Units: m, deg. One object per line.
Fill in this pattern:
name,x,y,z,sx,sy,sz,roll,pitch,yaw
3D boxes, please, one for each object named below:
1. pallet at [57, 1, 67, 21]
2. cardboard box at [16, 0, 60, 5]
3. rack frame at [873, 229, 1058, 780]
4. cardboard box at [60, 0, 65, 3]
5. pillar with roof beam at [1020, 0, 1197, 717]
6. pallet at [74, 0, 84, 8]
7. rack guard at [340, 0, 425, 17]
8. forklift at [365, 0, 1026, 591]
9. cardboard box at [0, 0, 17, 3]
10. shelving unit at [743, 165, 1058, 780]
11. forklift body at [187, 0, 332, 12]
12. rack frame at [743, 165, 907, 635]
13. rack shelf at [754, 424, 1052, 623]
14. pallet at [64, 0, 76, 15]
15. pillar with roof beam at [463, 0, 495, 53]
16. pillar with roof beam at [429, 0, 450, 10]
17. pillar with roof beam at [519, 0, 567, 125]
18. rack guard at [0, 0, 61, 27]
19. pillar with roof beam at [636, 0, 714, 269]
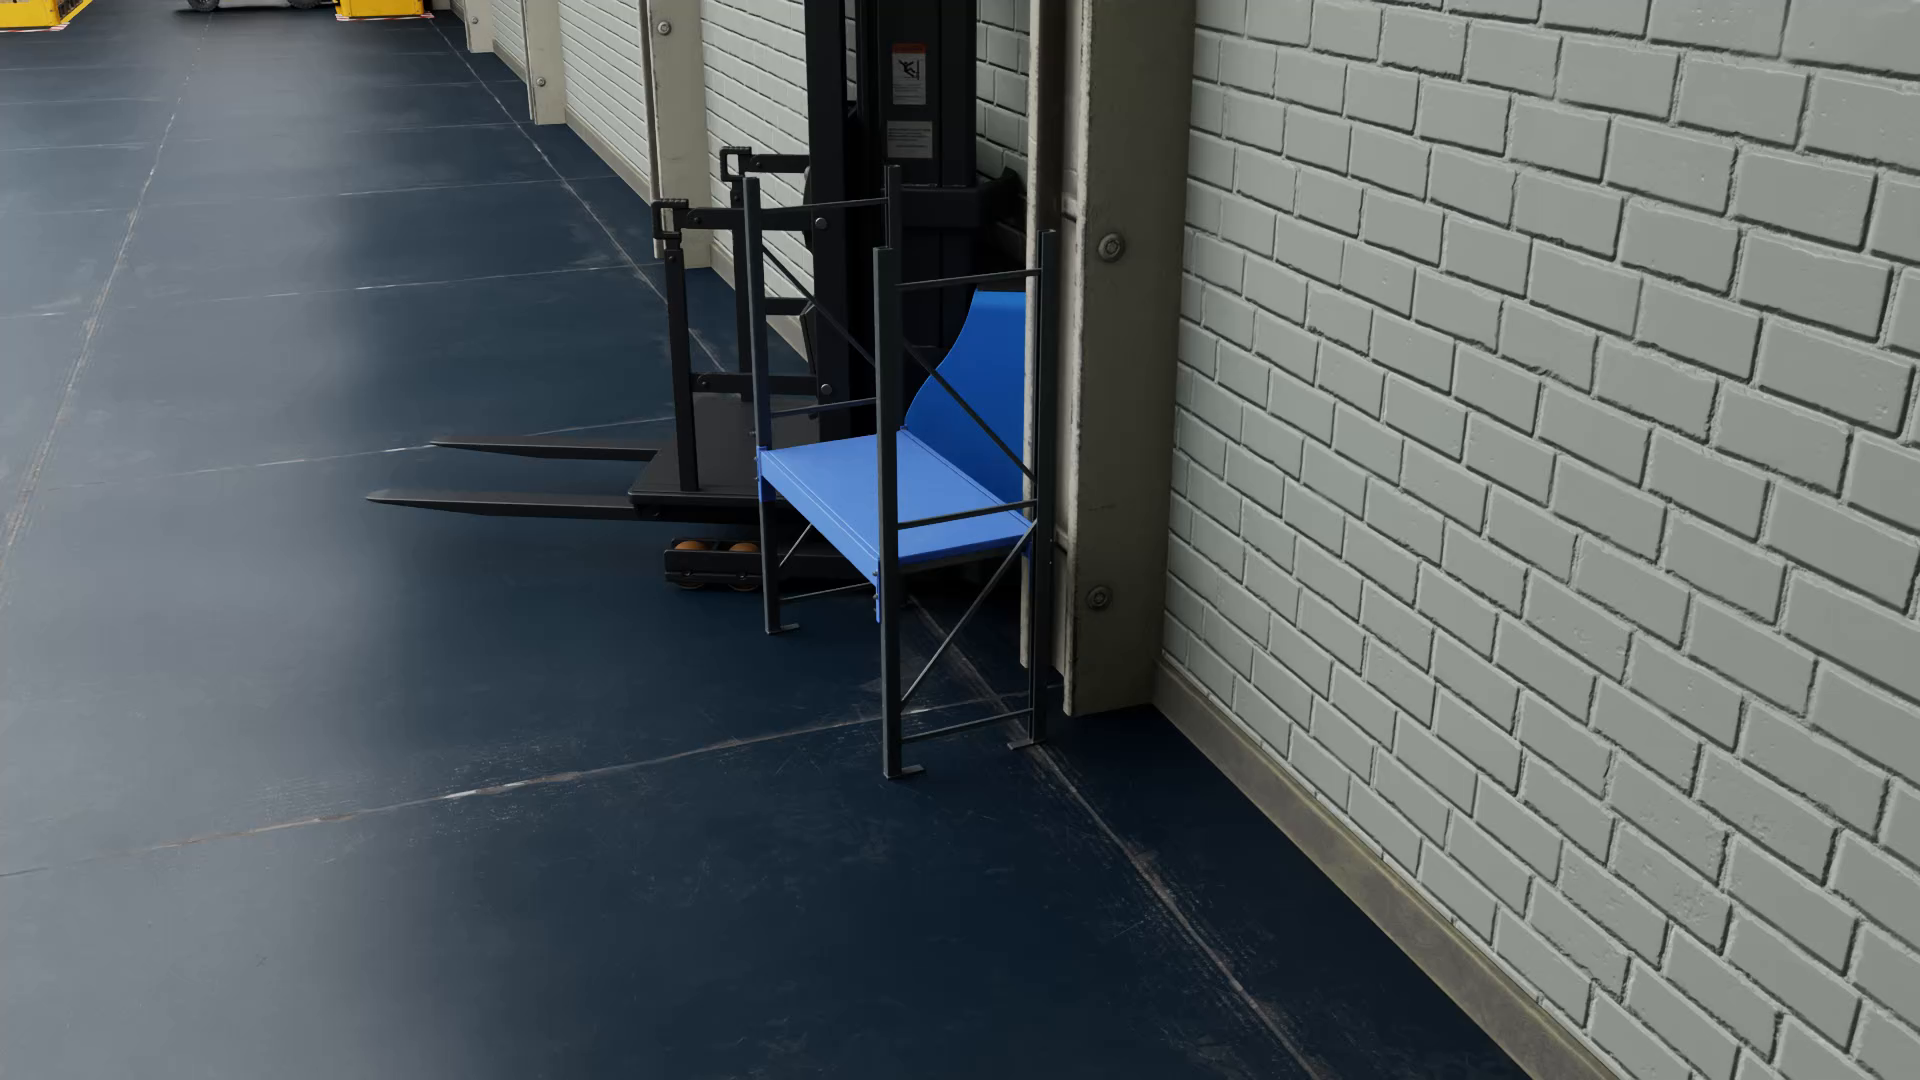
pallet,-13.594,-7.647,24.122,1.003,0.211,1.213,-8,24,-19
cardboard box,-13.340,-7.862,24.041,0.500,0.250,0.500,-9,24,-19
rack frame,0.018,-0.065,4.473,0.500,1.500,0.032,-10,25,-23
cardboard box,-13.513,-8.049,24.484,0.500,0.250,0.500,-7,24,-17
pillar with roof beam,-3.623,-3.117,2.059,9.100,9.000,0.400,-8,24,-19
pallet,-14.456,-8.534,26.226,1.003,0.211,1.213,-8,24,-19
rack guard,-8.663,-8.126,24.887,1.175,0.500,0.348,-8,24,-19
forklift,-0.623,-1.373,5.733,3.031,2.935,1.130,2,23,5
cardboard box,-13.859,-7.797,23.886,0.500,0.250,0.500,-8,24,-19
shelving unit,-0.198,-0.244,4.897,0.538,1.500,1.048,-10,25,-23
forklift body,-11.048,-9.335,25.628,2.313,2.155,1.214,-8,24,-19
rack frame,-0.414,-0.423,5.322,0.500,1.500,0.032,-10,25,-23
rack shelf,-0.198,-0.078,4.967,0.538,0.185,1.000,-10,25,-23
pallet,-14.022,-8.090,25.172,1.003,0.211,1.213,-8,24,-19
pillar with roof beam,-9.982,-9.657,17.577,9.100,9.000,0.400,-8,24,-19
pillar with roof beam,-12.102,-11.838,22.749,9.100,9.000,0.400,-8,24,-19
pillar with roof beam,-7.862,-7.477,12.404,9.100,9.000,0.400,-8,24,-19
rack guard,-13.340,-7.480,23.354,1.175,0.500,0.348,-8,24,-19
pillar with roof beam,-5.743,-5.297,7.232,9.100,9.000,0.400,-8,24,-19
